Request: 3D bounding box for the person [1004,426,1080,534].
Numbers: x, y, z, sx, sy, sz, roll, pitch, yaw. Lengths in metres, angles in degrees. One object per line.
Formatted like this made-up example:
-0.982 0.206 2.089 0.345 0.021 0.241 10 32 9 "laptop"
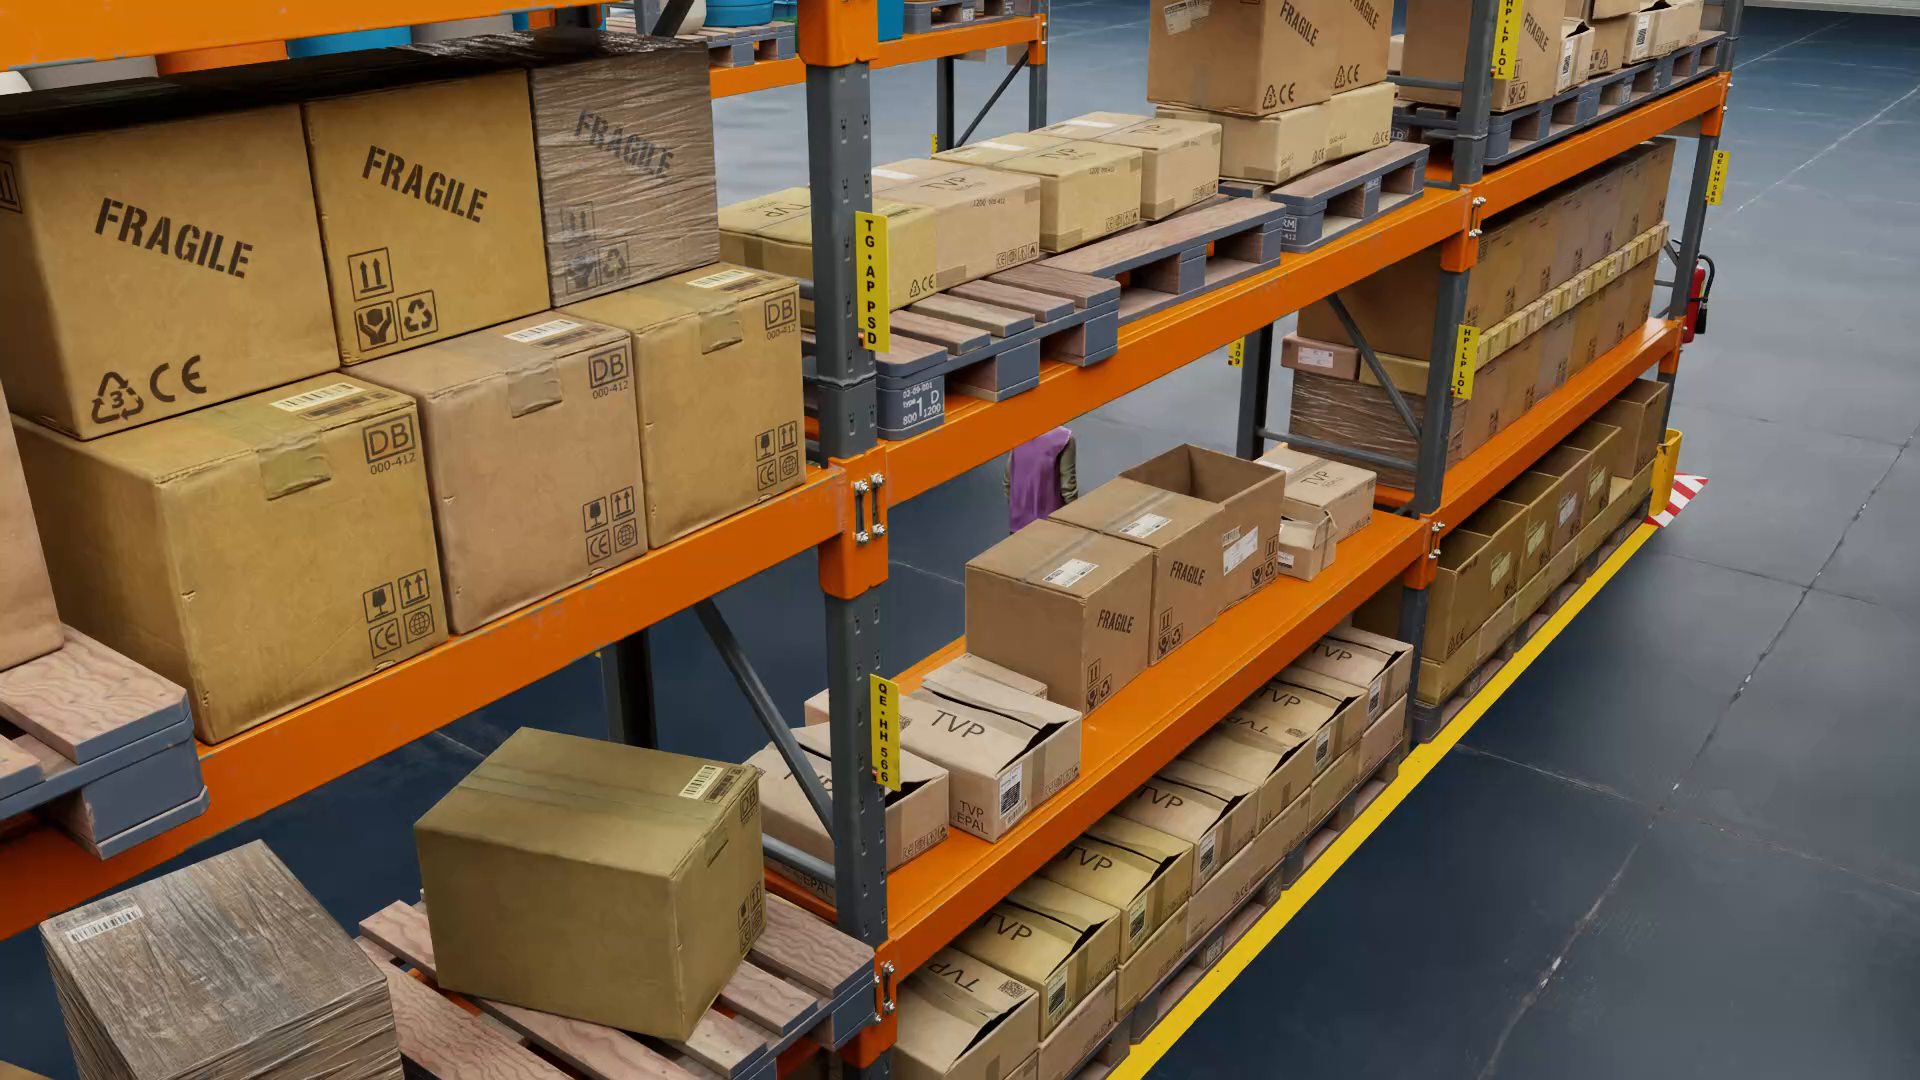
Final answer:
0.447 -0.070 8.777 0.467 1.589 0.349 17 29 33 "person"
